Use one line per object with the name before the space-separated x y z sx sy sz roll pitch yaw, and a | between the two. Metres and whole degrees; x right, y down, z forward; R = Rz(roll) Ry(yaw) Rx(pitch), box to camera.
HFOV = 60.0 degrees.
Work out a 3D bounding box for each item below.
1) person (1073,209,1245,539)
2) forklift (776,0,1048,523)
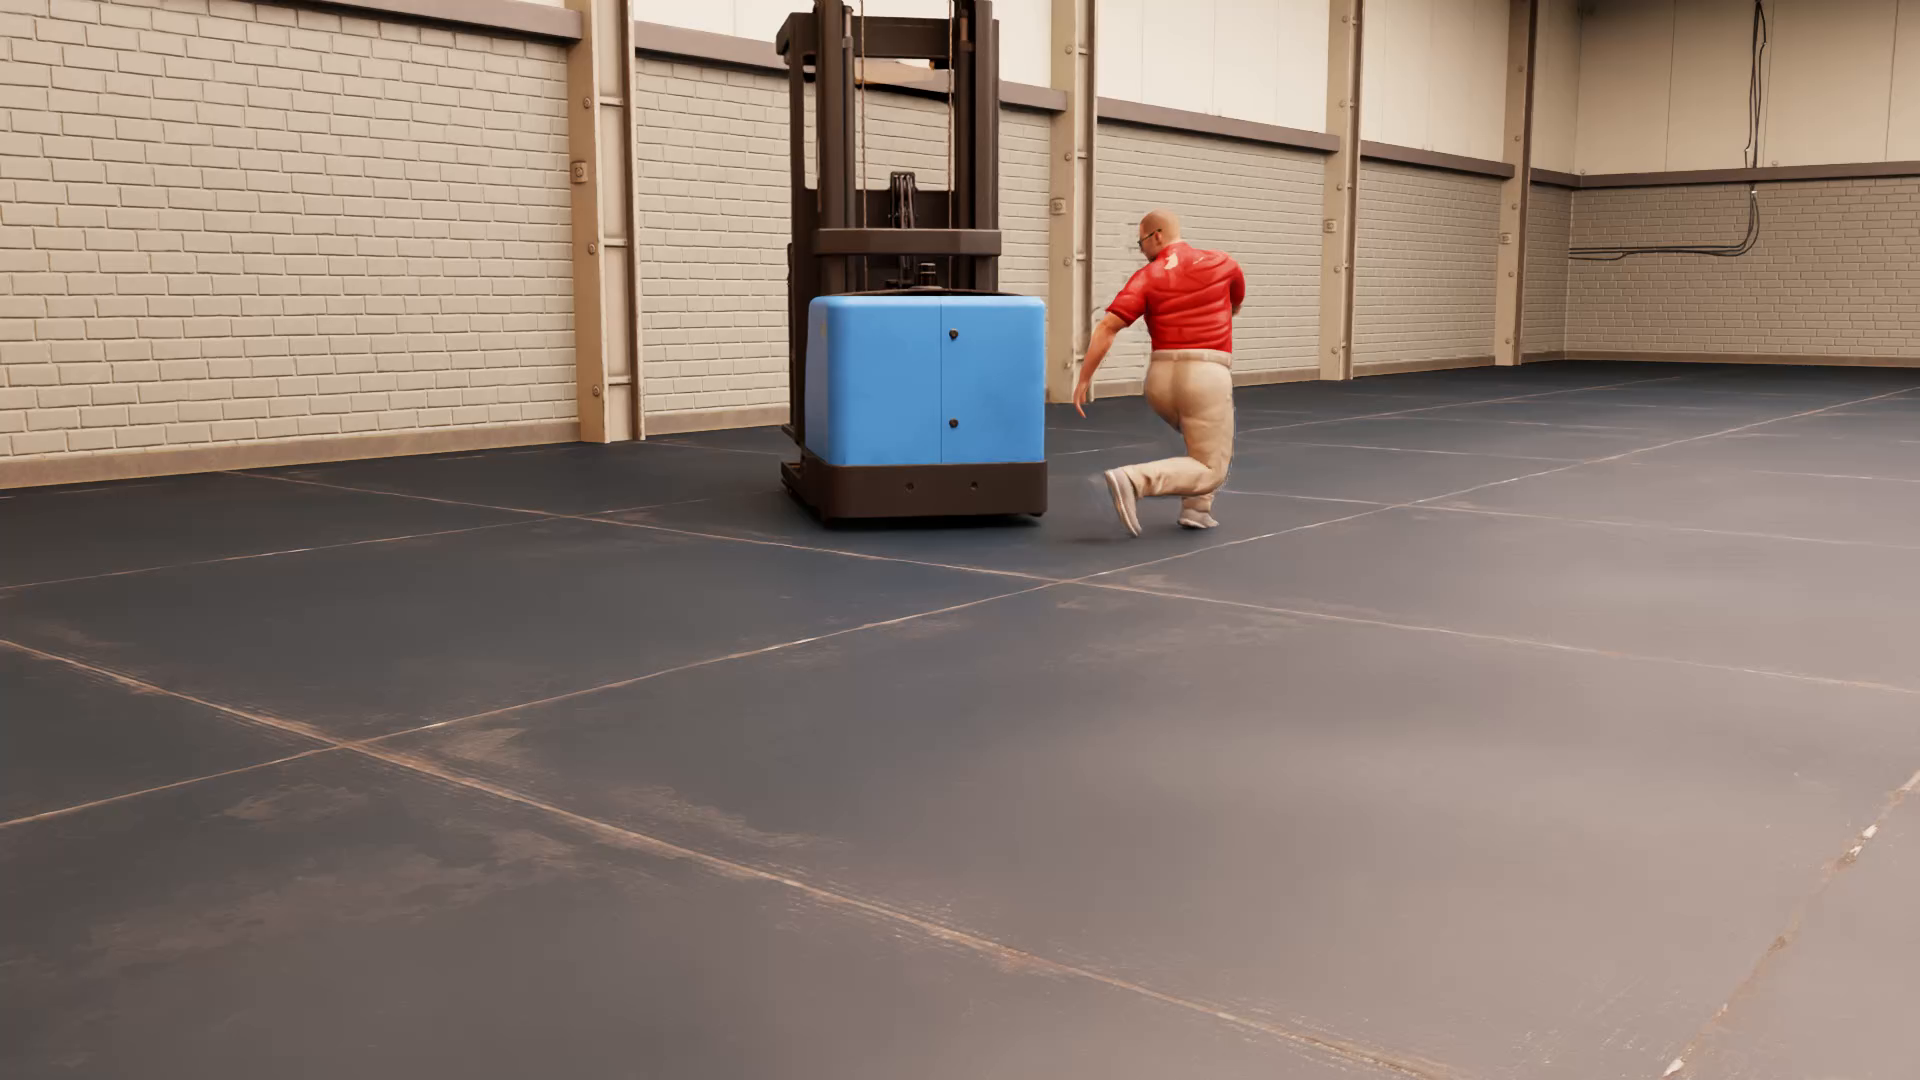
person | 0.935 -0.752 7.608 0.646 1.507 0.907 6 10 36
forklift | -0.388 -1.705 8.936 1.130 2.935 3.031 -2 8 -12
